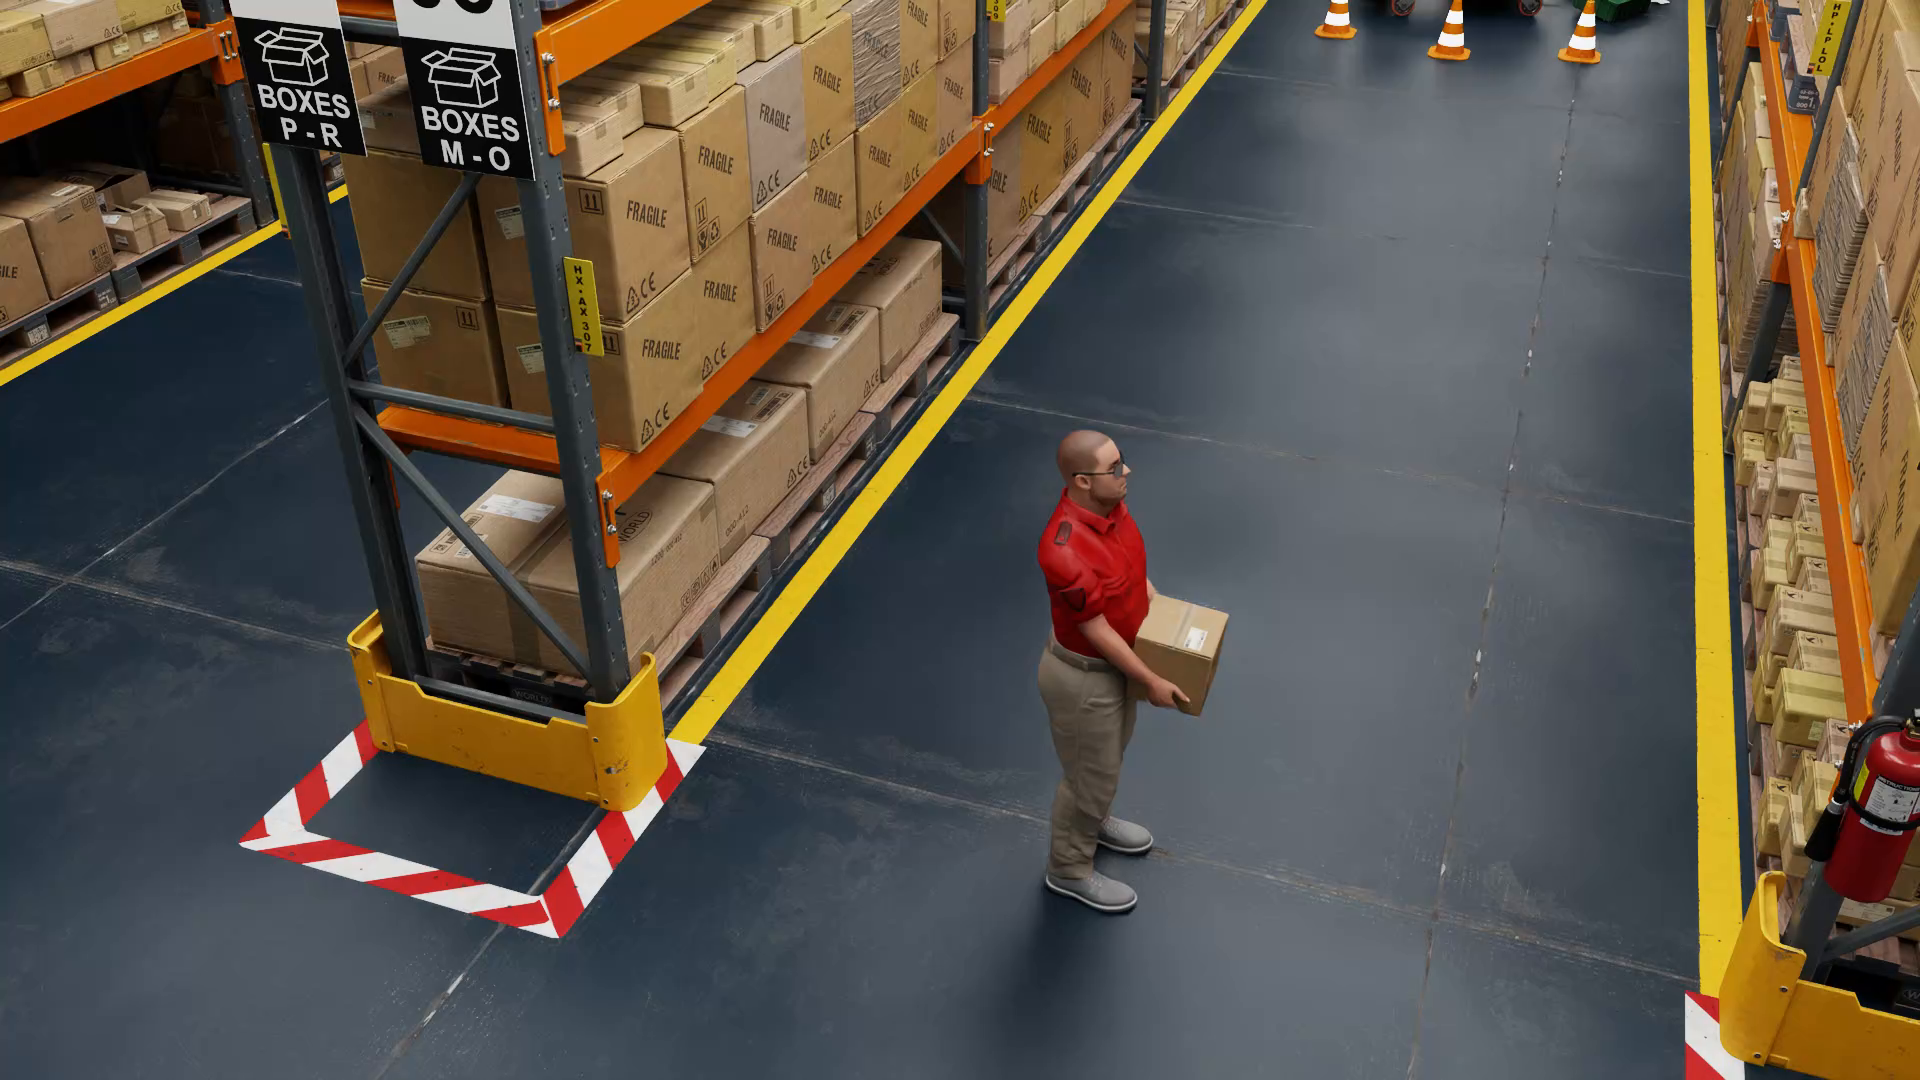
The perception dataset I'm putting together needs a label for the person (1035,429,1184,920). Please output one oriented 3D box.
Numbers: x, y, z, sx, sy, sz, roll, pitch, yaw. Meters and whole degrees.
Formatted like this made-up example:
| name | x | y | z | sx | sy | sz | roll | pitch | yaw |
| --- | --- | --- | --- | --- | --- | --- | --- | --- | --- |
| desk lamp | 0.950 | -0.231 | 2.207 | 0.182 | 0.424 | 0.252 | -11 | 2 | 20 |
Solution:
| name | x | y | z | sx | sy | sz | roll | pitch | yaw |
| --- | --- | --- | --- | --- | --- | --- | --- | --- | --- |
| person | 0.519 | 0.433 | 5.486 | 0.515 | 1.728 | 0.524 | 11 | 35 | 16 |
